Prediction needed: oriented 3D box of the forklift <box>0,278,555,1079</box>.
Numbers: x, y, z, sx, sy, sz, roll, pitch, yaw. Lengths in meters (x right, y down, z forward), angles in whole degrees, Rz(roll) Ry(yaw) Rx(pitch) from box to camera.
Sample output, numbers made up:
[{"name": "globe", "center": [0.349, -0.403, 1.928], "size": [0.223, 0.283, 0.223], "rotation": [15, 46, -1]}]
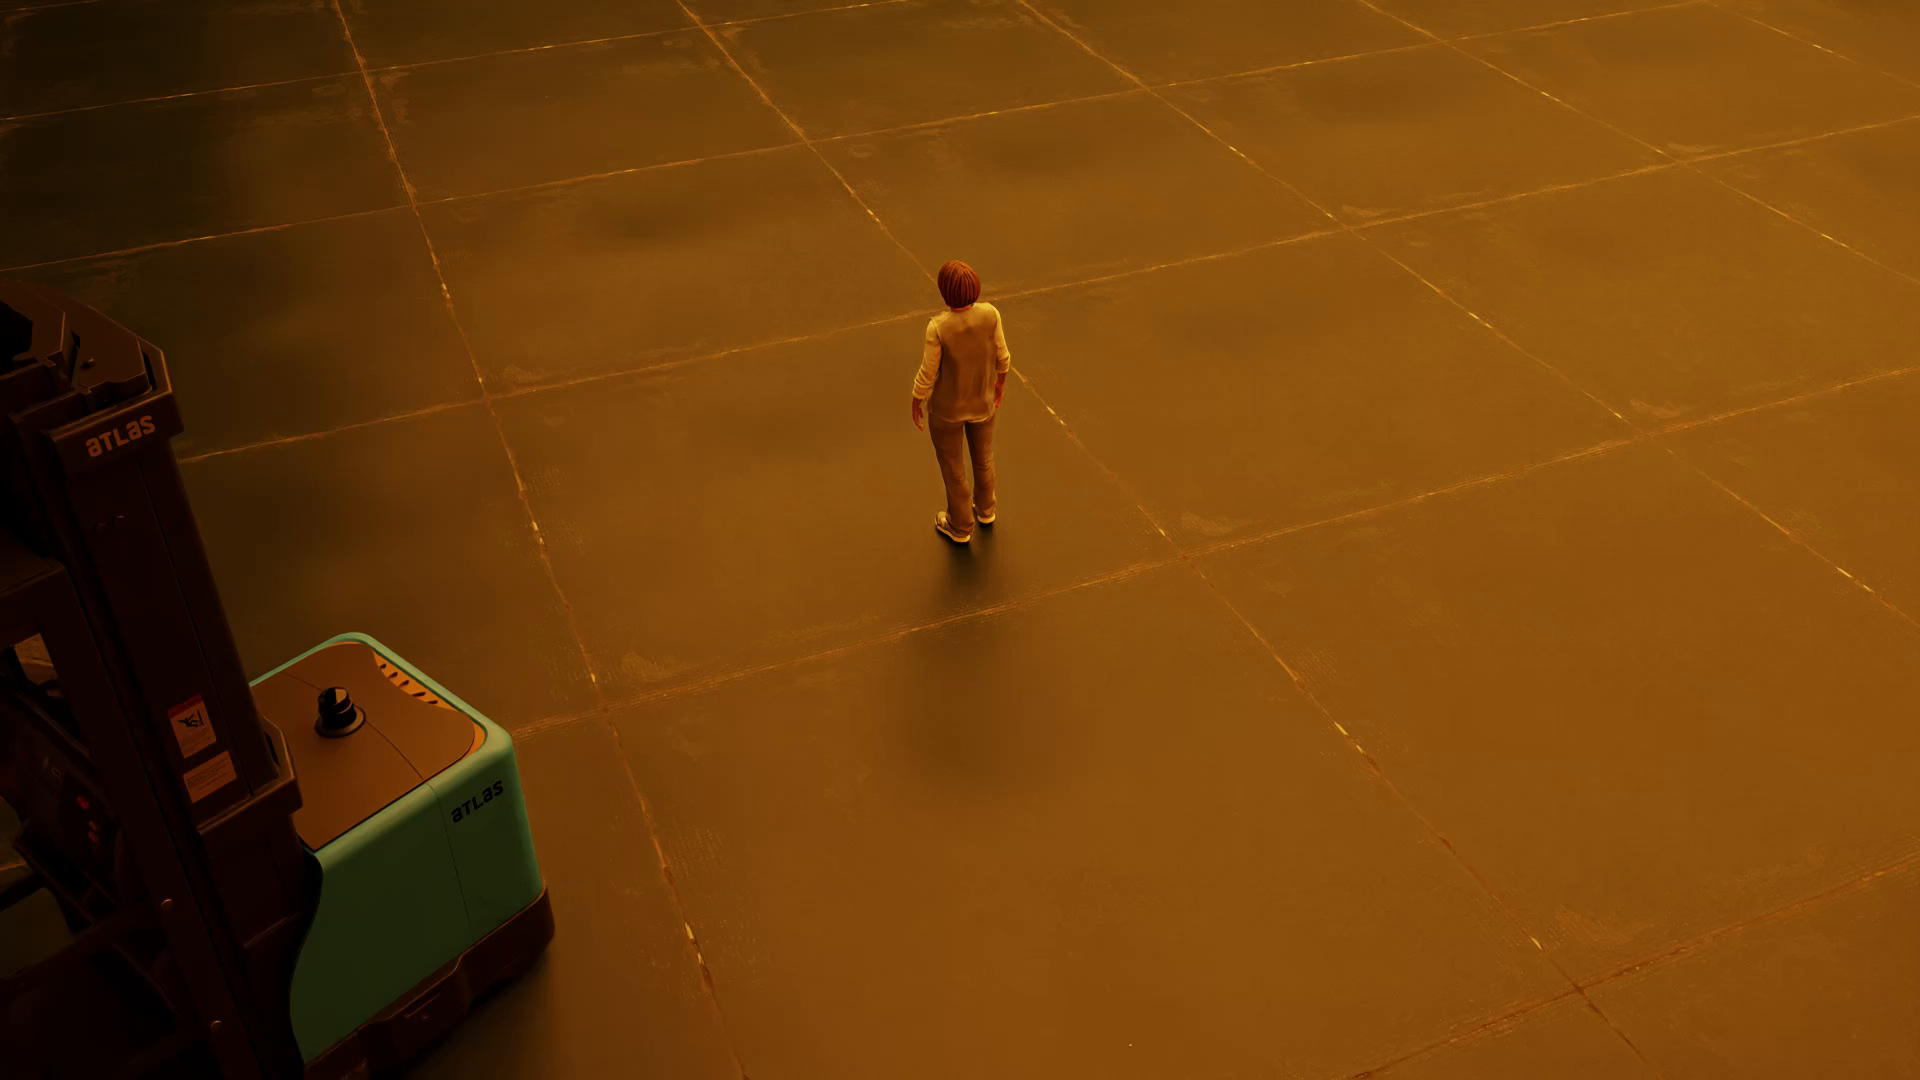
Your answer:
[{"name": "forklift", "center": [-2.891, 0.838, 4.920], "size": [1.130, 2.935, 3.031], "rotation": [26, 43, 32]}]

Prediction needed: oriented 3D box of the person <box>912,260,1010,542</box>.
[{"name": "person", "center": [-0.017, -0.699, 8.221], "size": [0.521, 1.599, 0.473], "rotation": [-14, 38, -19]}]
